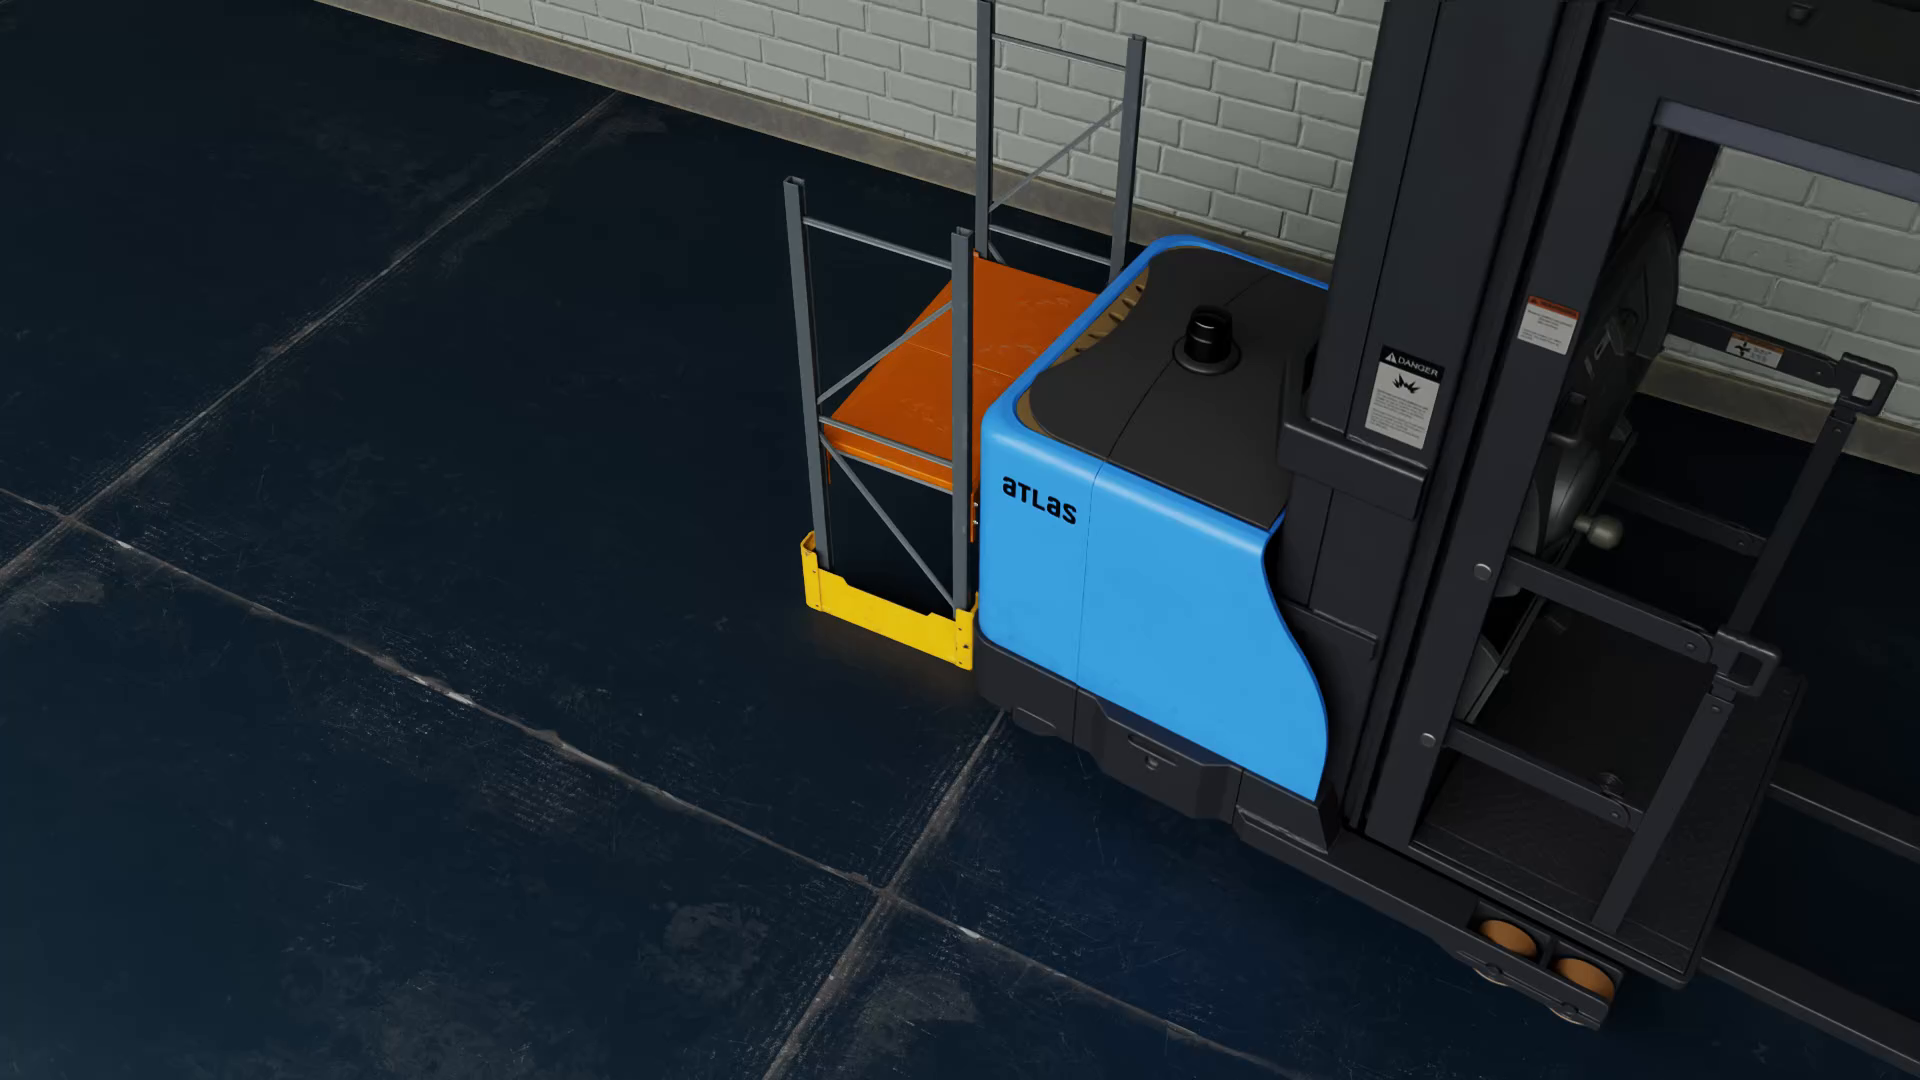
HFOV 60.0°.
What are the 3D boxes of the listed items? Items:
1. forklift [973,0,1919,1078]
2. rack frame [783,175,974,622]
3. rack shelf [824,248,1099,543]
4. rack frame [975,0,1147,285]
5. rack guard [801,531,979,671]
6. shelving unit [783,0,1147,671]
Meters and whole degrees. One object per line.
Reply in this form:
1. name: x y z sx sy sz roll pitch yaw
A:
1. forklift: 1.547 -0.281 3.467 3.031 2.935 1.130 25 50 23
2. rack frame: -0.196 -0.261 4.453 0.500 1.500 0.032 20 49 19
3. rack shelf: 0.040 -0.455 4.898 0.538 0.185 1.000 20 49 19
4. rack frame: 0.276 -0.901 5.086 0.500 1.500 0.032 20 49 19
5. rack guard: -0.196 0.178 4.898 0.587 0.250 0.087 20 49 19
6. shelving unit: 0.035 -0.575 4.764 0.587 1.500 1.083 20 49 19
